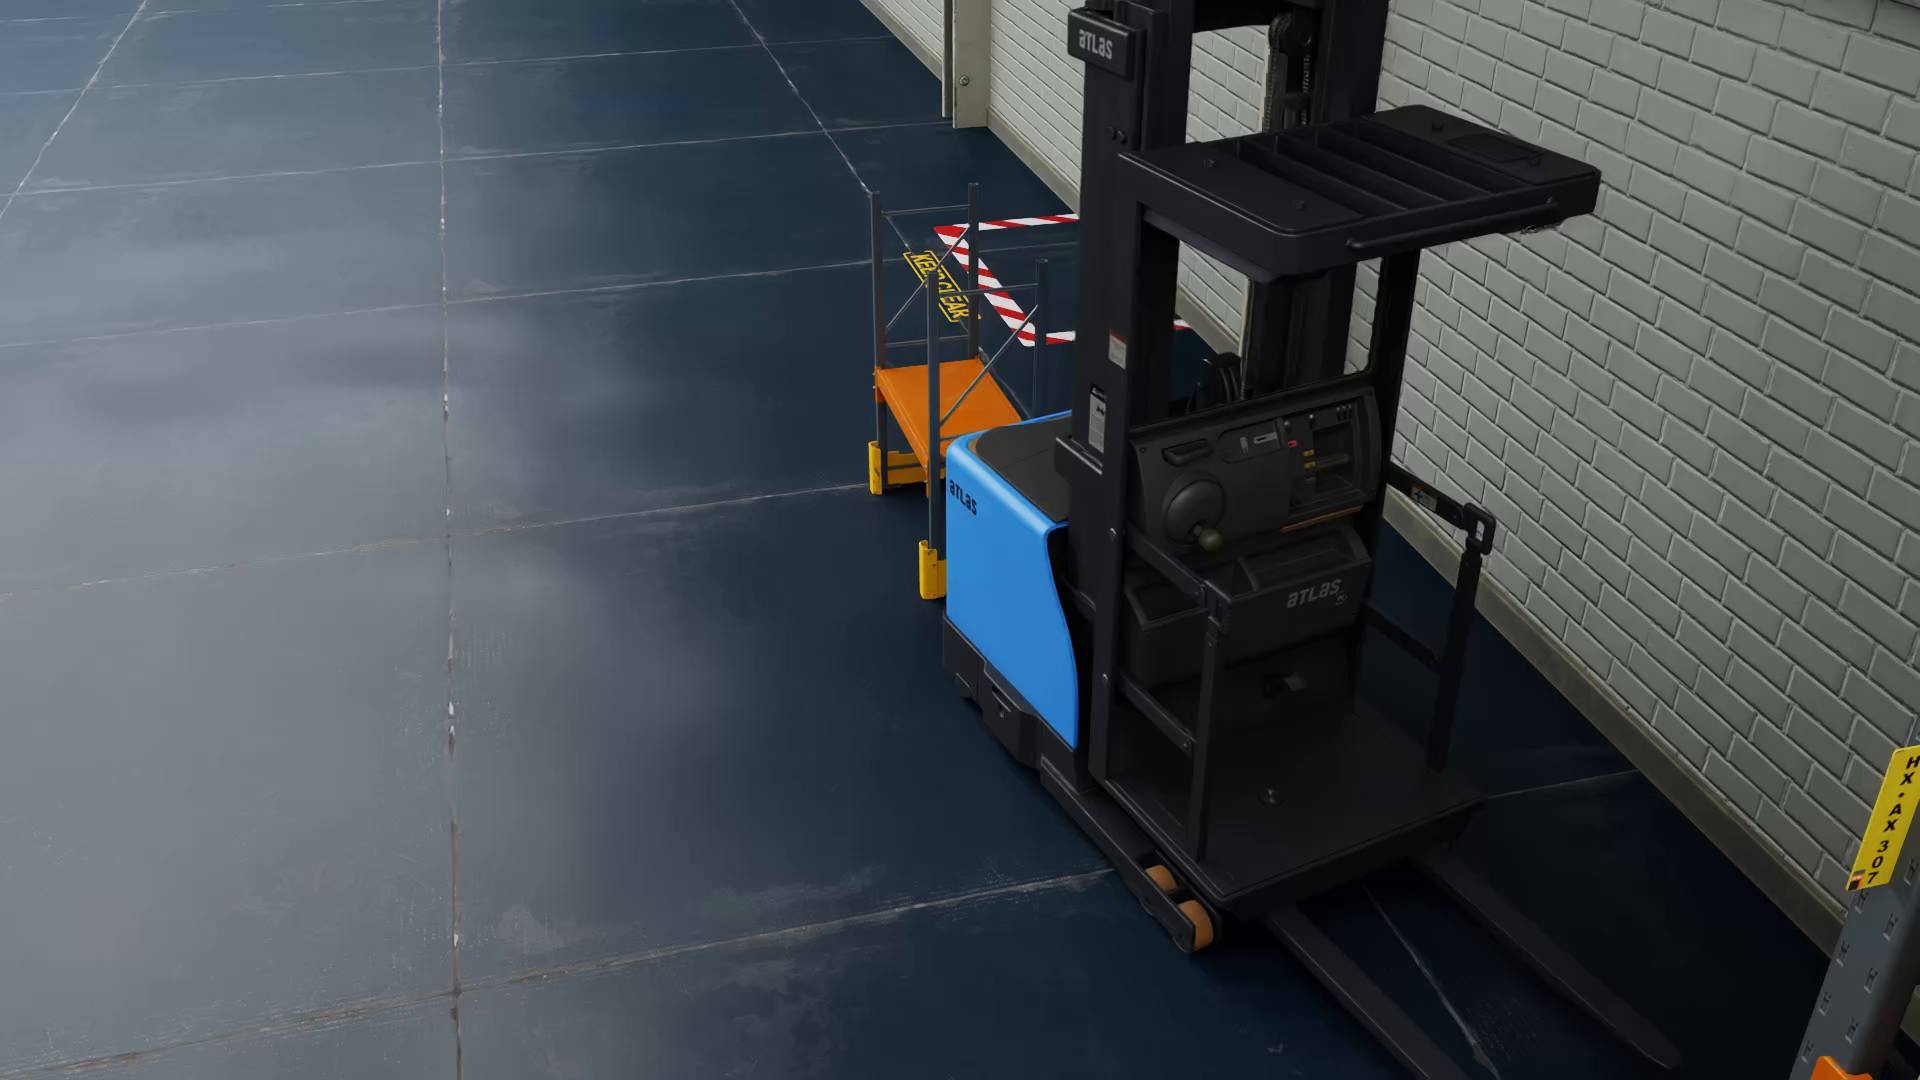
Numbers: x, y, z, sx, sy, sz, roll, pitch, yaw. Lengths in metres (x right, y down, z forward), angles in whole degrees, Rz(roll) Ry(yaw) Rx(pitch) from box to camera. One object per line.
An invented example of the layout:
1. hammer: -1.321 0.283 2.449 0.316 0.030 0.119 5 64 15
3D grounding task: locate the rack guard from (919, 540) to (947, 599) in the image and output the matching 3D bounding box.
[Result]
1. rack guard: 0.112 0.096 7.335 0.587 0.250 0.087 -8 31 -13

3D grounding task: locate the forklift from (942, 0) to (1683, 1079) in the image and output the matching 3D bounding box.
1. forklift: 1.062 -0.183 5.140 1.130 2.935 3.031 -15 33 -24

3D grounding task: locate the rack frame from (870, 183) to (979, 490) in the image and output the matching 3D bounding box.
1. rack frame: -0.158 -0.936 7.870 0.500 1.500 0.032 -8 31 -13

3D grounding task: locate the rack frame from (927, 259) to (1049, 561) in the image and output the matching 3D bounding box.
1. rack frame: 0.112 -0.445 7.021 0.500 1.500 0.032 -8 31 -13

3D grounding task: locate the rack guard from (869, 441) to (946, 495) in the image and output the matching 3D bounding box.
1. rack guard: -0.152 -0.386 8.167 0.587 0.250 0.087 -8 31 -13

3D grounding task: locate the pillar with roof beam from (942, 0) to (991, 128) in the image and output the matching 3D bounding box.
1. pillar with roof beam: -4.098 -6.789 10.497 9.100 9.000 0.400 -8 31 -13

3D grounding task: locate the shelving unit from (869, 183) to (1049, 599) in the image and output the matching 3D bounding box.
1. shelving unit: -0.020 -0.686 7.438 0.587 1.500 1.083 -8 31 -13

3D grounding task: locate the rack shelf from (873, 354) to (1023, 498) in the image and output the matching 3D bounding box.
1. rack shelf: -0.023 -0.535 7.536 0.538 0.185 1.000 -8 31 -13

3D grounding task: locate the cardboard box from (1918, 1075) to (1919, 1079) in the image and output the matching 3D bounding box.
1. cardboard box: 2.041 1.141 2.913 0.500 0.250 0.500 -9 31 -15

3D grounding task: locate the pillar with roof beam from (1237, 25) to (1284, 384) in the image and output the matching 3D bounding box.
1. pillar with roof beam: -2.506 -3.892 5.490 9.100 9.000 0.400 -8 31 -13

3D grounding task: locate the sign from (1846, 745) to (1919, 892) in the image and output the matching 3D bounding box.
1. sign: 1.694 0.505 3.019 0.100 0.325 0.005 -8 31 -13

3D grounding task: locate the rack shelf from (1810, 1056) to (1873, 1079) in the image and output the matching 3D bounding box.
1. rack shelf: 2.748 2.085 1.872 1.077 0.370 4.000 -8 31 -13
